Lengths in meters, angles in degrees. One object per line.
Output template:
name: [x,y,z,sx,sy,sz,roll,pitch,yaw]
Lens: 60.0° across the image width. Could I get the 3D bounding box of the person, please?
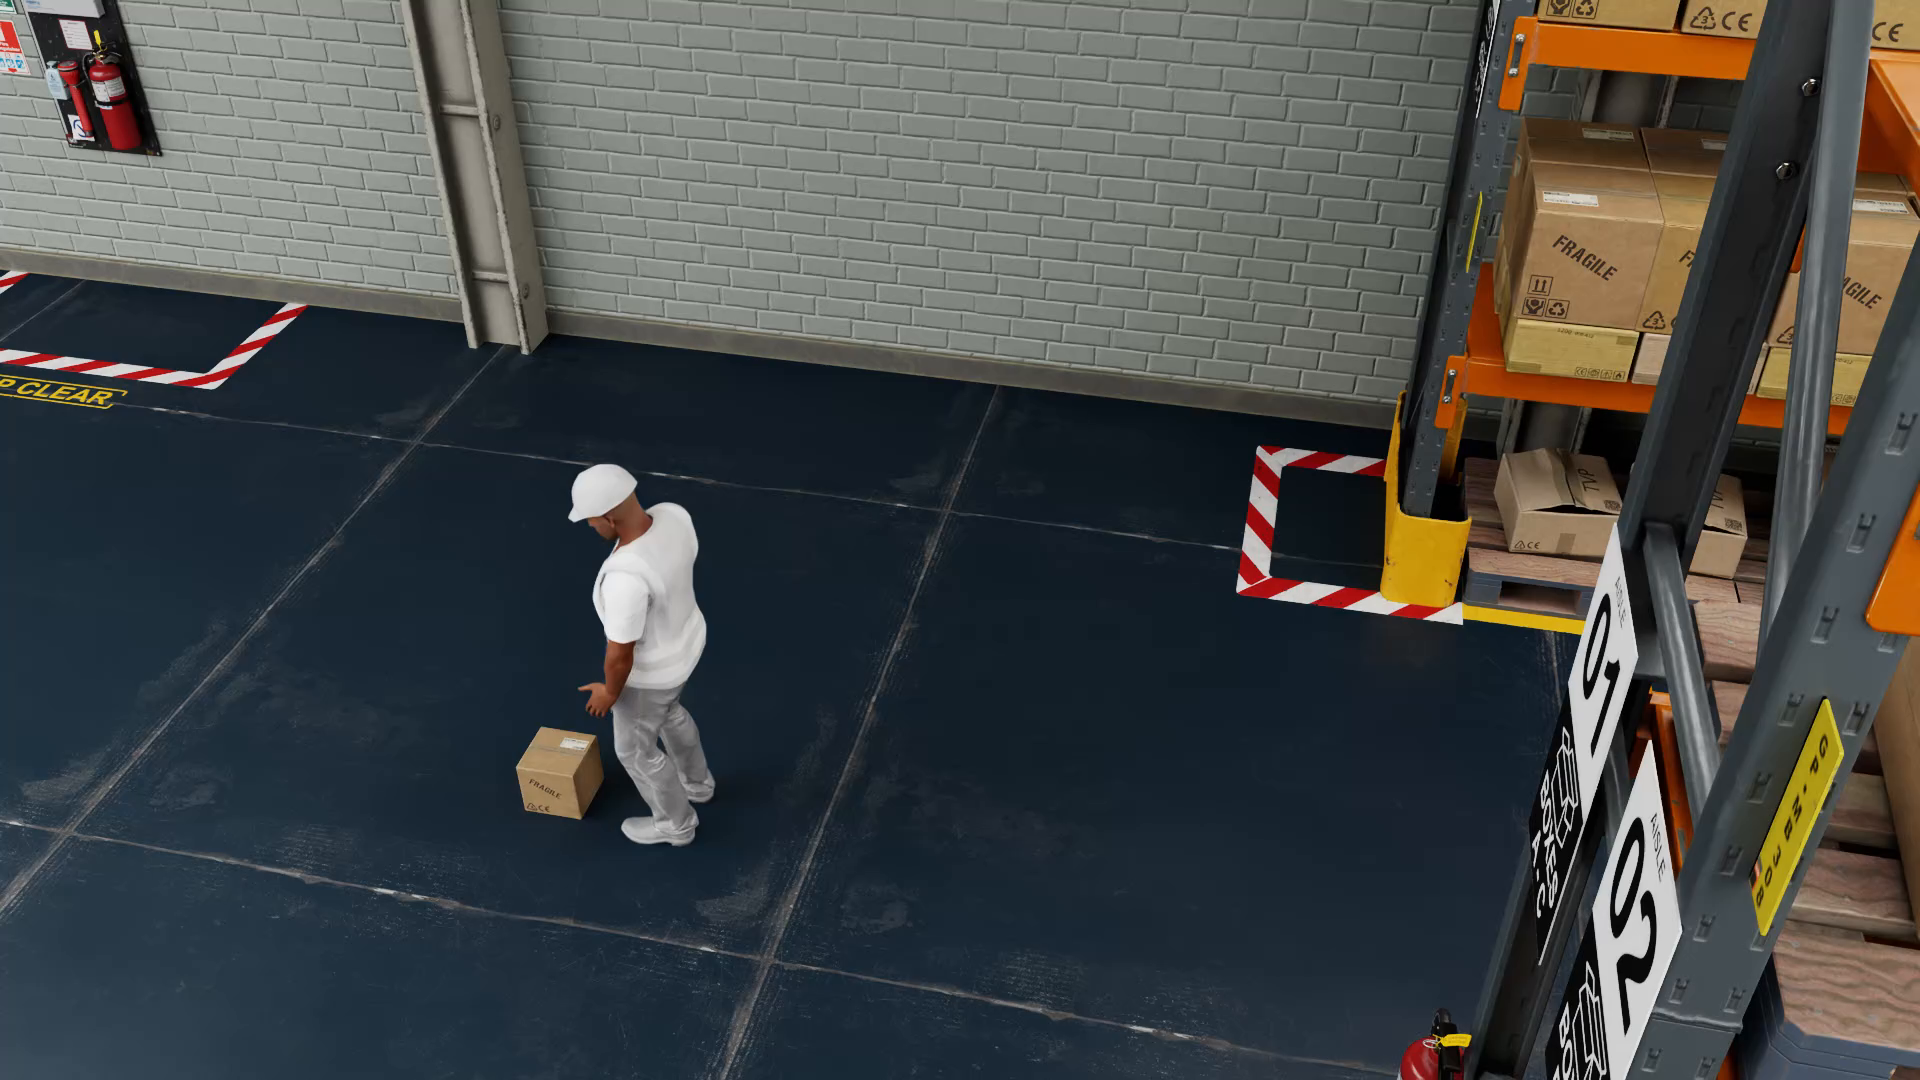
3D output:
person: [-1.201,0.451,6.358,0.409,1.739,0.581,8,37,11]
